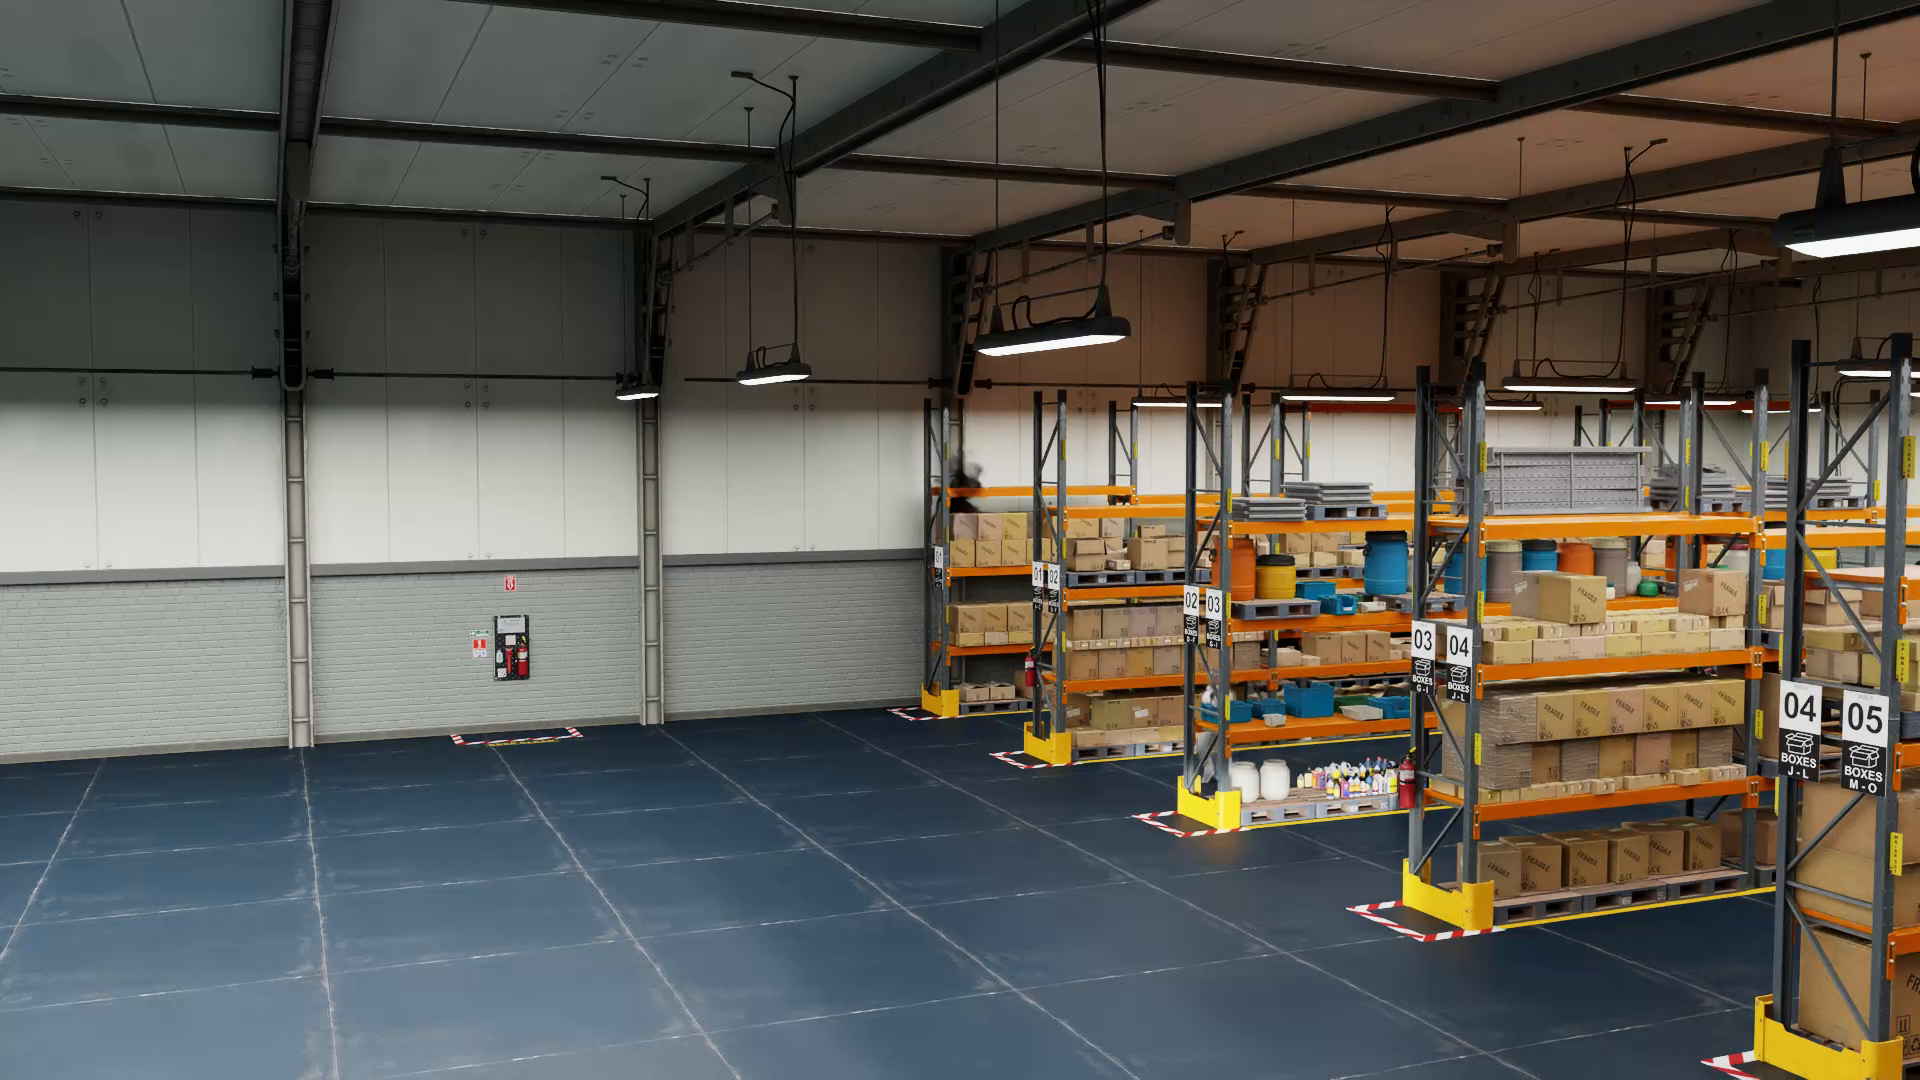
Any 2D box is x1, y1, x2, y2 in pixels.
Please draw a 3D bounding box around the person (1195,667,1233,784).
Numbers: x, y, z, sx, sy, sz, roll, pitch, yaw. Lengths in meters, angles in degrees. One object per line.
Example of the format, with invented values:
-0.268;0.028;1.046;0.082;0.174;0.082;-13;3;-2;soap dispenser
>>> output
3.847;2.824;25.107;0.752;1.842;0.626;-2;4;-32;person
